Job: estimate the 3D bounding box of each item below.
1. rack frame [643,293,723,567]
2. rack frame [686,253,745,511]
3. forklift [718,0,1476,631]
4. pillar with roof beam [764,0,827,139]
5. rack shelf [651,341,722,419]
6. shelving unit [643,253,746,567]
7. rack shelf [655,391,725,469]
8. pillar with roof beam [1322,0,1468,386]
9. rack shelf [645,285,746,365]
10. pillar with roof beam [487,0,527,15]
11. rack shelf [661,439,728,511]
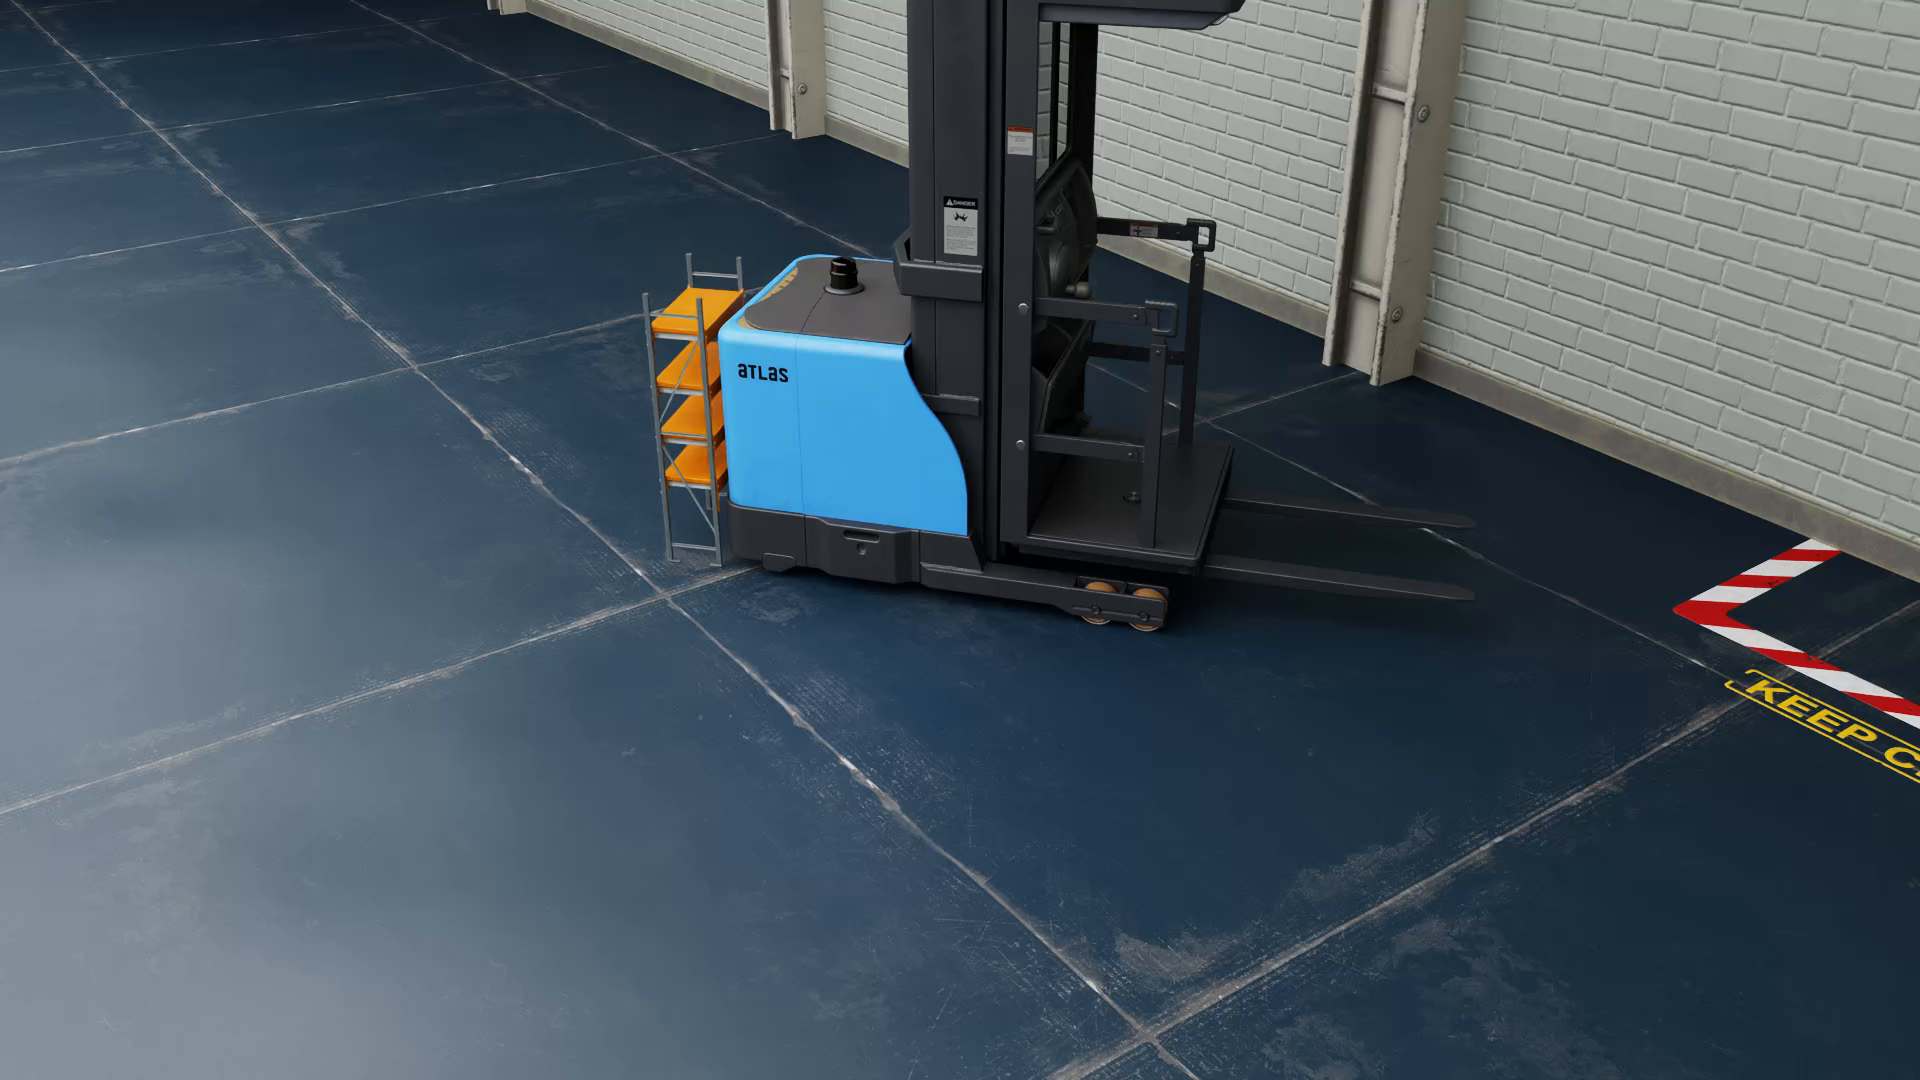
[{"bbox_3d":[-1.124,-0.426,6.778,0.240,1.200,0.015,6,29,11],"label":"rack frame"},{"bbox_3d":[-1.022,-0.654,7.197,0.240,1.200,0.015,6,29,11],"label":"rack frame"},{"bbox_3d":[0.601,-1.209,6.405,3.031,2.935,1.130,8,29,14],"label":"forklift"},{"bbox_3d":[-4.786,-6.021,8.908,9.100,9.000,0.400,-19,34,-31],"label":"pillar with roof beam"},{"bbox_3d":[-1.073,-0.678,6.913,0.258,0.148,0.480,6,29,11],"label":"rack shelf"},{"bbox_3d":[-1.073,-0.540,6.988,0.258,1.200,0.503,6,29,11],"label":"shelving unit"},{"bbox_3d":[-1.073,-0.481,7.020,0.258,0.148,0.480,6,29,11],"label":"rack shelf"},{"bbox_3d":[-1.306,-3.689,4.613,9.100,9.000,0.400,-19,34,-31],"label":"pillar with roof beam"},{"bbox_3d":[-1.073,-0.886,6.800,0.258,0.148,0.480,6,29,11],"label":"rack shelf"},{"bbox_3d":[-8.266,-8.354,13.203,9.100,9.000,0.400,-19,34,-31],"label":"pillar with roof beam"},{"bbox_3d":[-1.073,-0.307,7.114,0.258,0.148,0.480,6,29,11],"label":"rack shelf"}]
